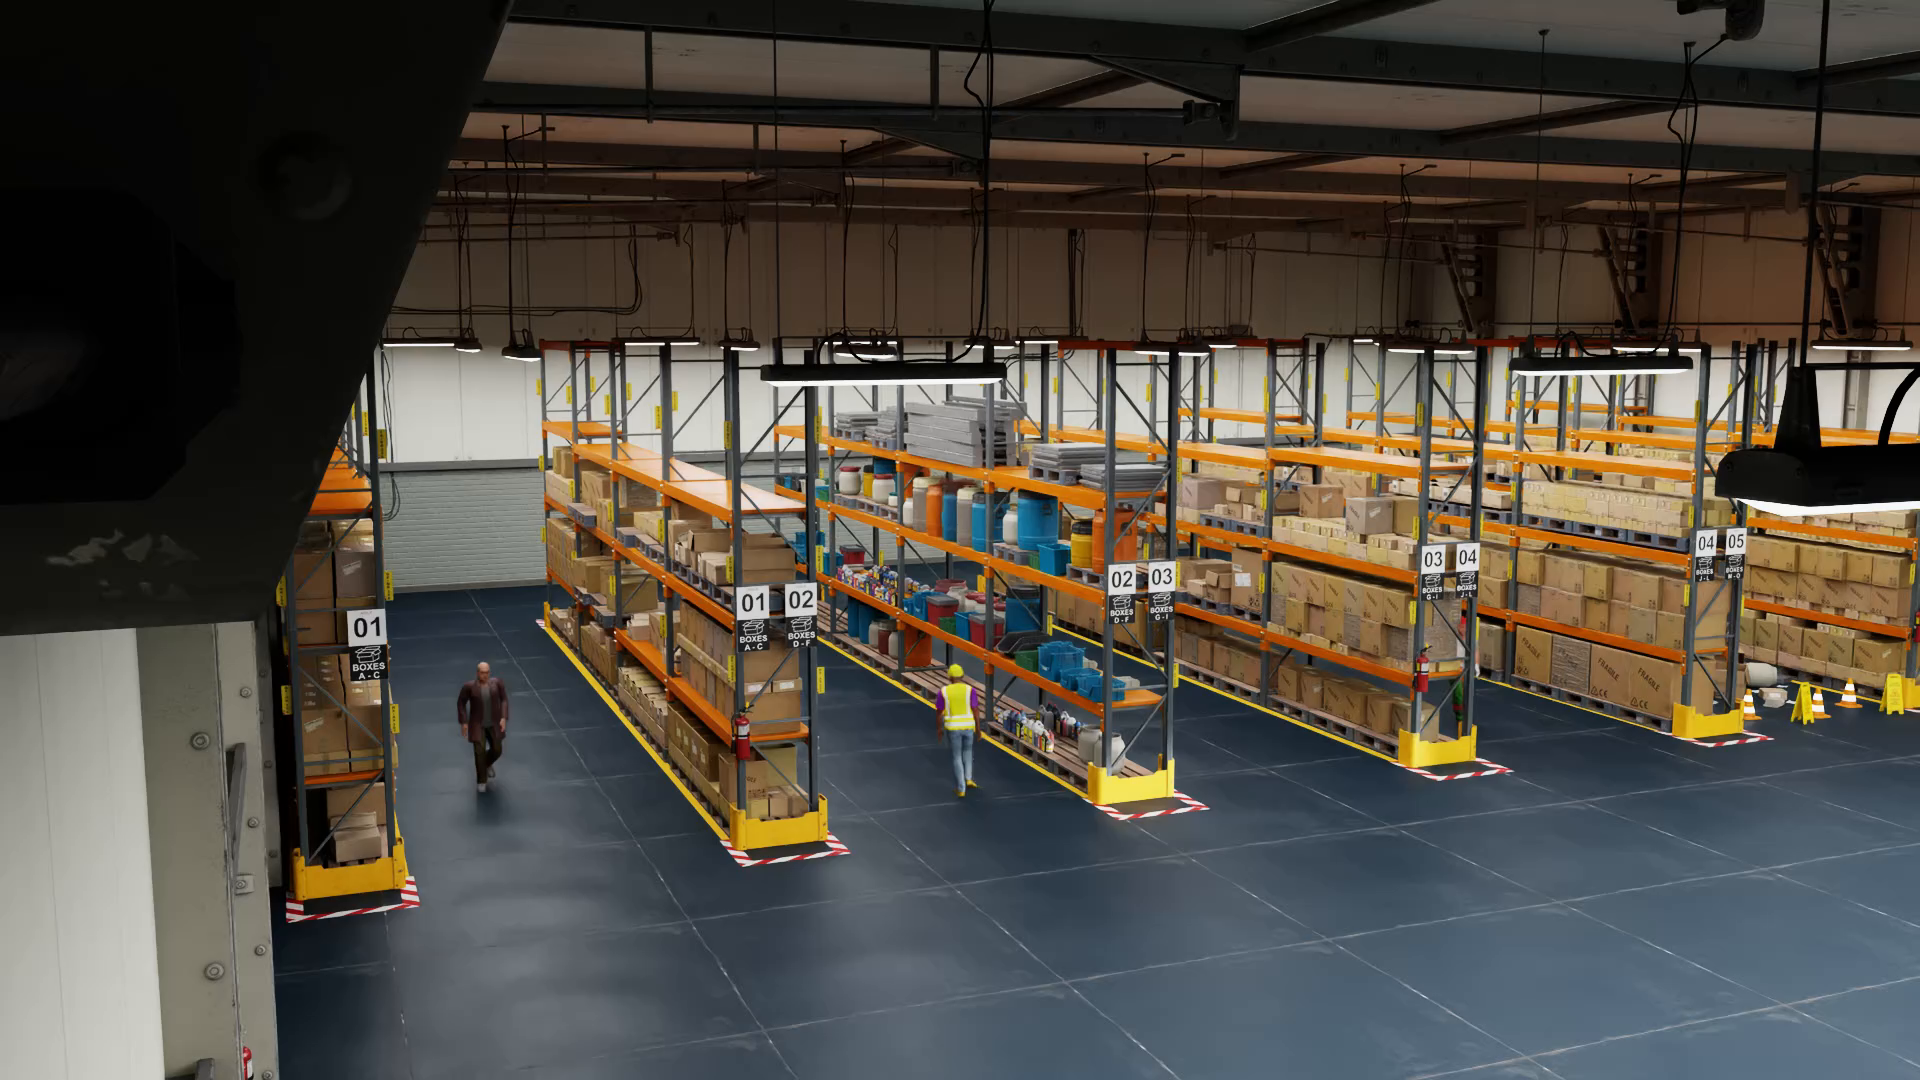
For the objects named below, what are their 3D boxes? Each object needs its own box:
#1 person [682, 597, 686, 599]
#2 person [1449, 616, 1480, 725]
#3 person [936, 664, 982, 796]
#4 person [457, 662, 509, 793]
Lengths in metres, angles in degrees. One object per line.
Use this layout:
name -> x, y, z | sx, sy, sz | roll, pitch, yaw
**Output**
person -> -4.976, 1.422, 31.417 | 0.543, 1.623, 1.015 | -3, 8, -25
person -> 7.896, 2.039, 26.402 | 0.595, 1.757, 0.738 | 0, 7, -4
person -> -0.026, 2.541, 22.397 | 0.597, 1.744, 0.527 | -2, 8, -12
person -> -6.540, 2.515, 22.784 | 0.667, 1.763, 0.753 | -4, 8, -28
